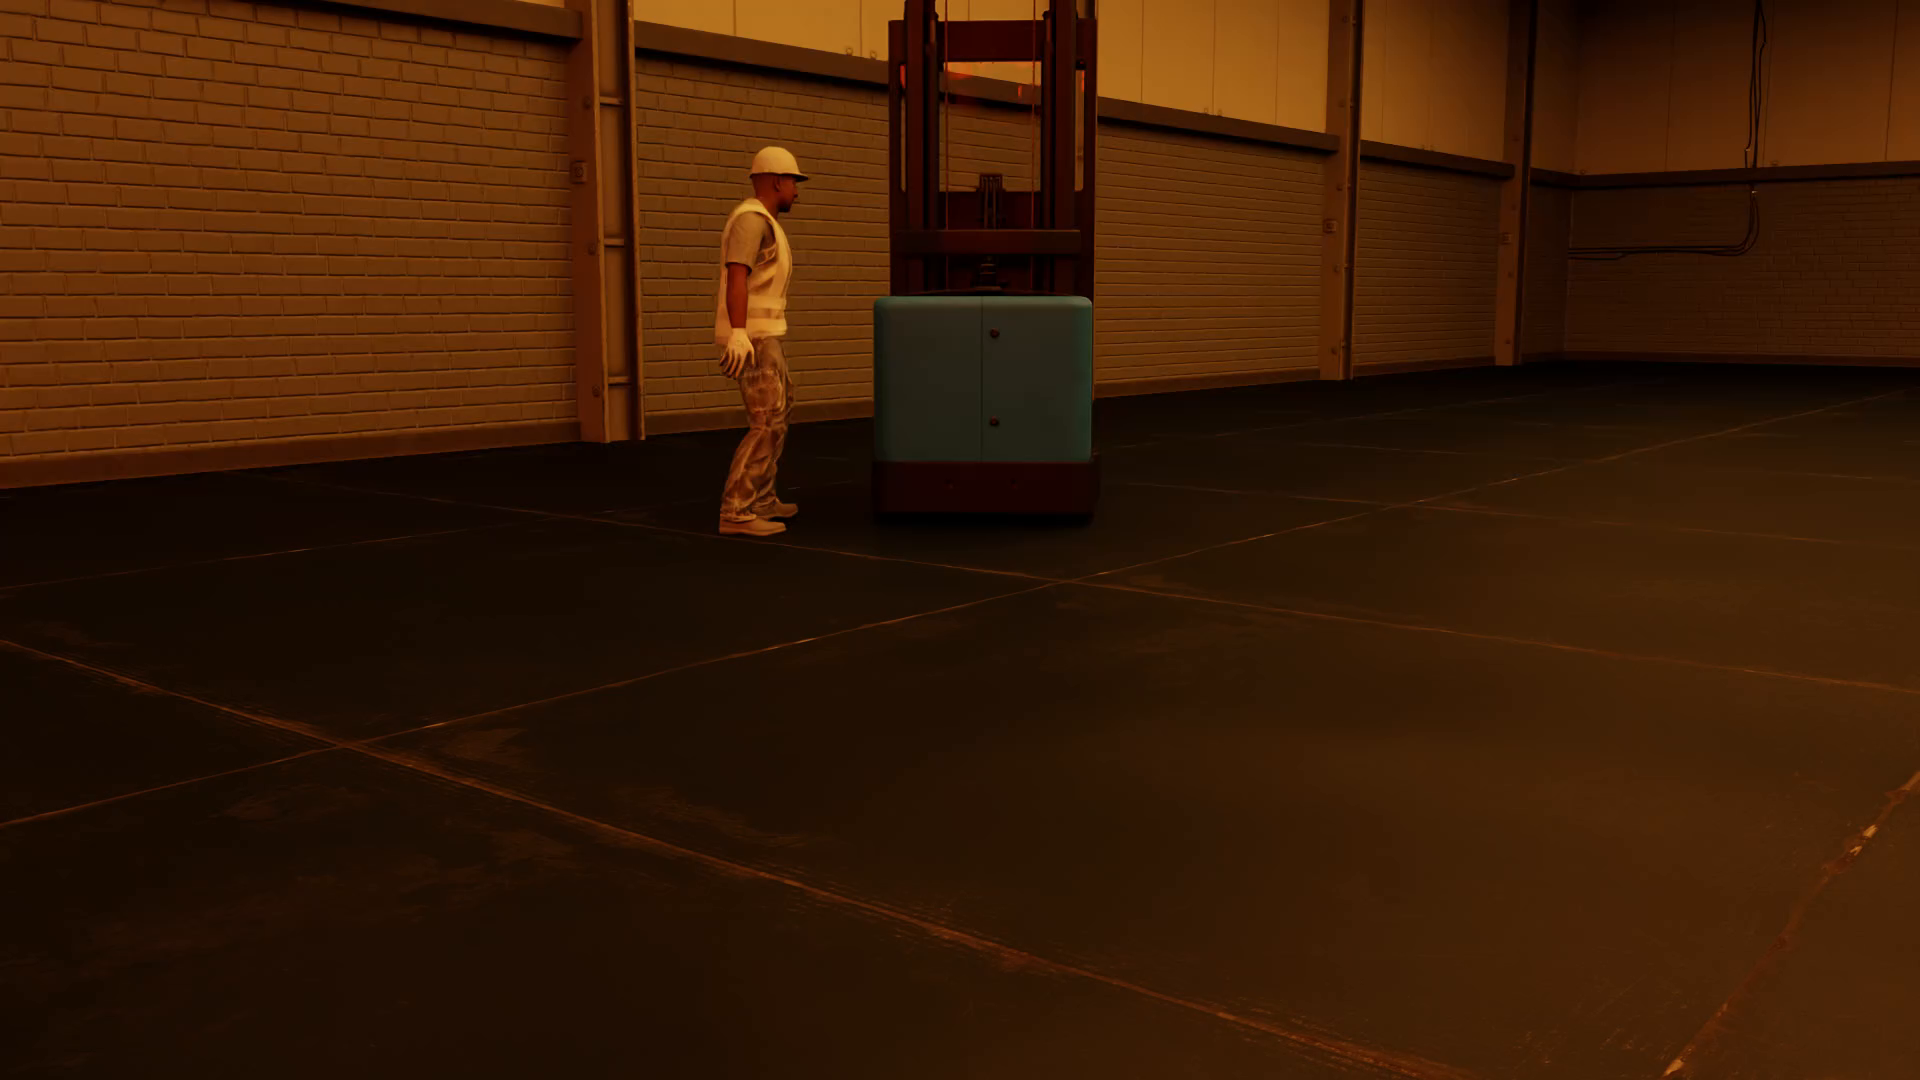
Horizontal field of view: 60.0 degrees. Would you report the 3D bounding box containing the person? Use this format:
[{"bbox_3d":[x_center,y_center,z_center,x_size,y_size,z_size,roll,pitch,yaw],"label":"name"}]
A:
[{"bbox_3d":[-0.900,-0.908,7.609,0.440,1.746,0.882,-1,8,-7],"label":"person"}]

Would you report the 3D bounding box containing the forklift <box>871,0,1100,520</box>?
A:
[{"bbox_3d":[0.184,-1.723,9.058,1.130,2.935,3.031,0,8,3],"label":"forklift"}]
